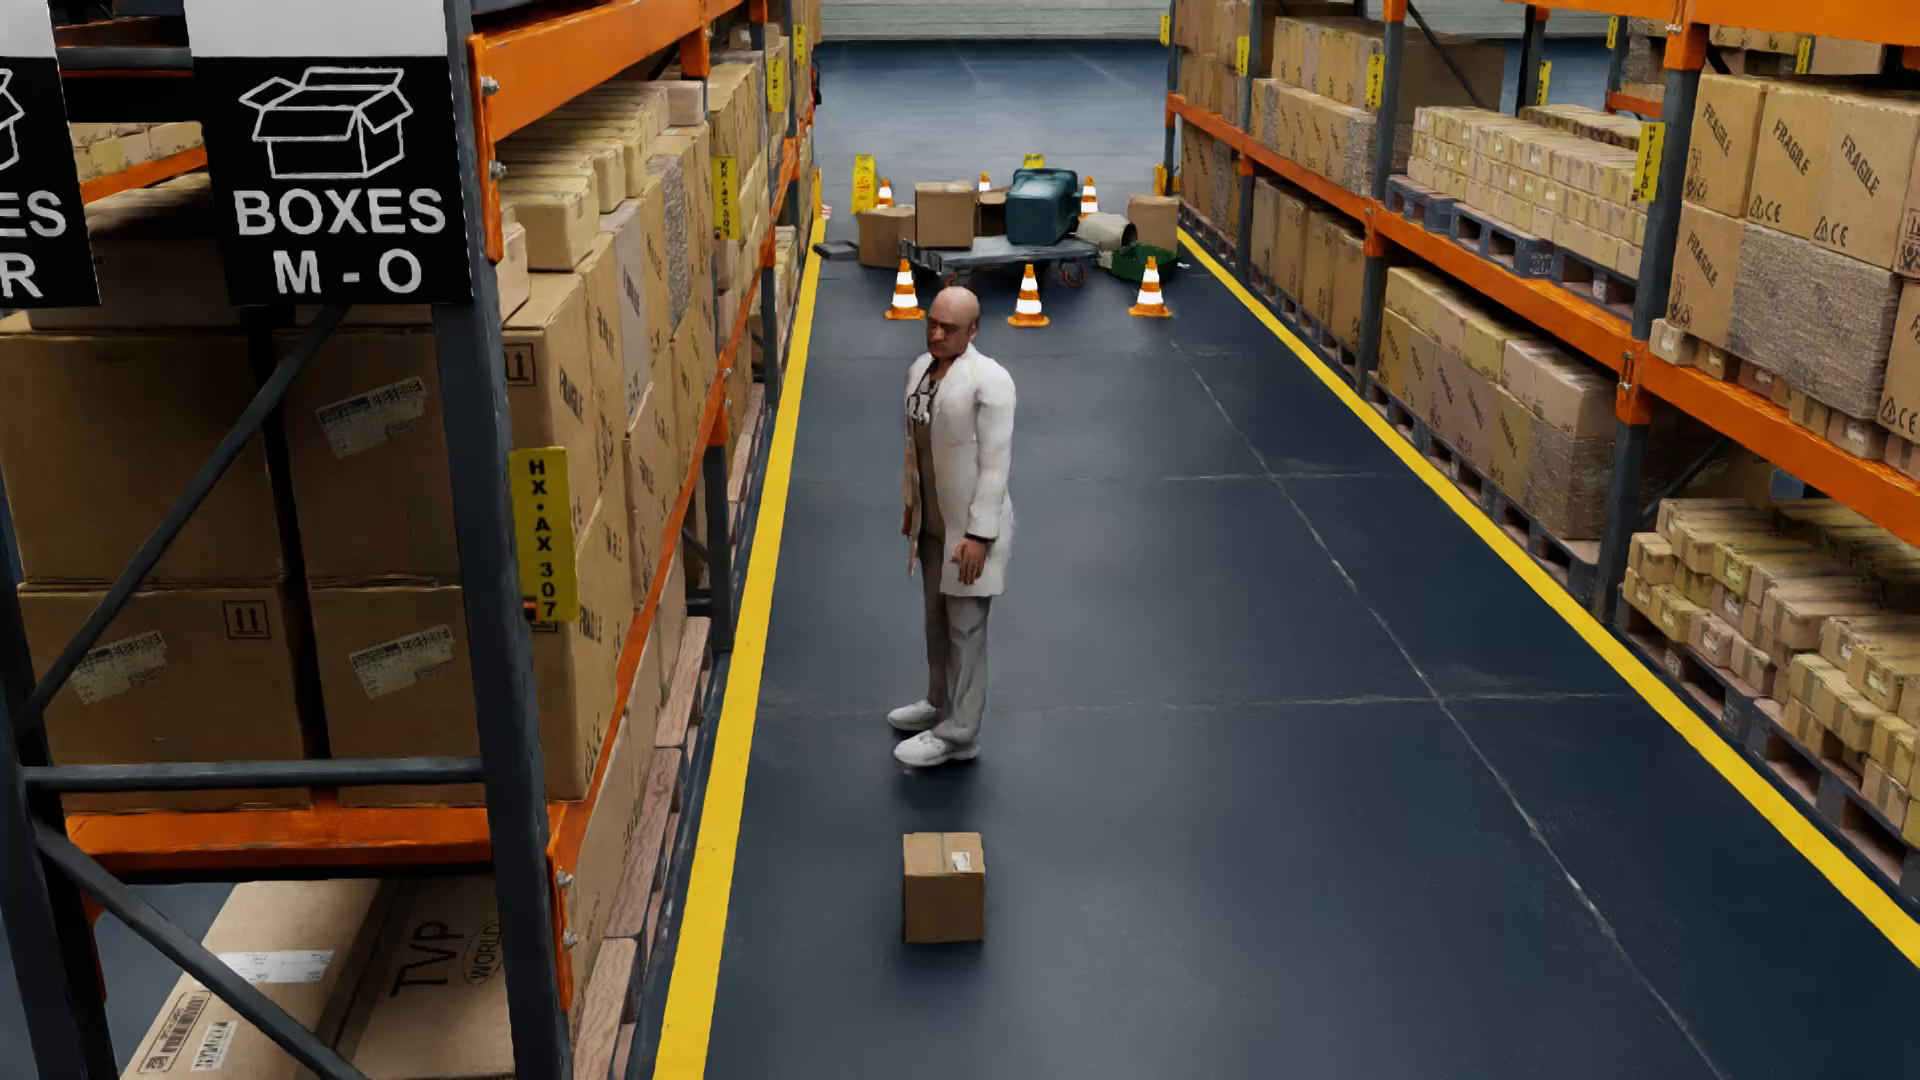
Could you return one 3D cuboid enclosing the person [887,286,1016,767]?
[{"bbox_3d":[-0.105,-0.048,6.153,0.551,1.787,0.654,-15,25,-35],"label":"person"}]
